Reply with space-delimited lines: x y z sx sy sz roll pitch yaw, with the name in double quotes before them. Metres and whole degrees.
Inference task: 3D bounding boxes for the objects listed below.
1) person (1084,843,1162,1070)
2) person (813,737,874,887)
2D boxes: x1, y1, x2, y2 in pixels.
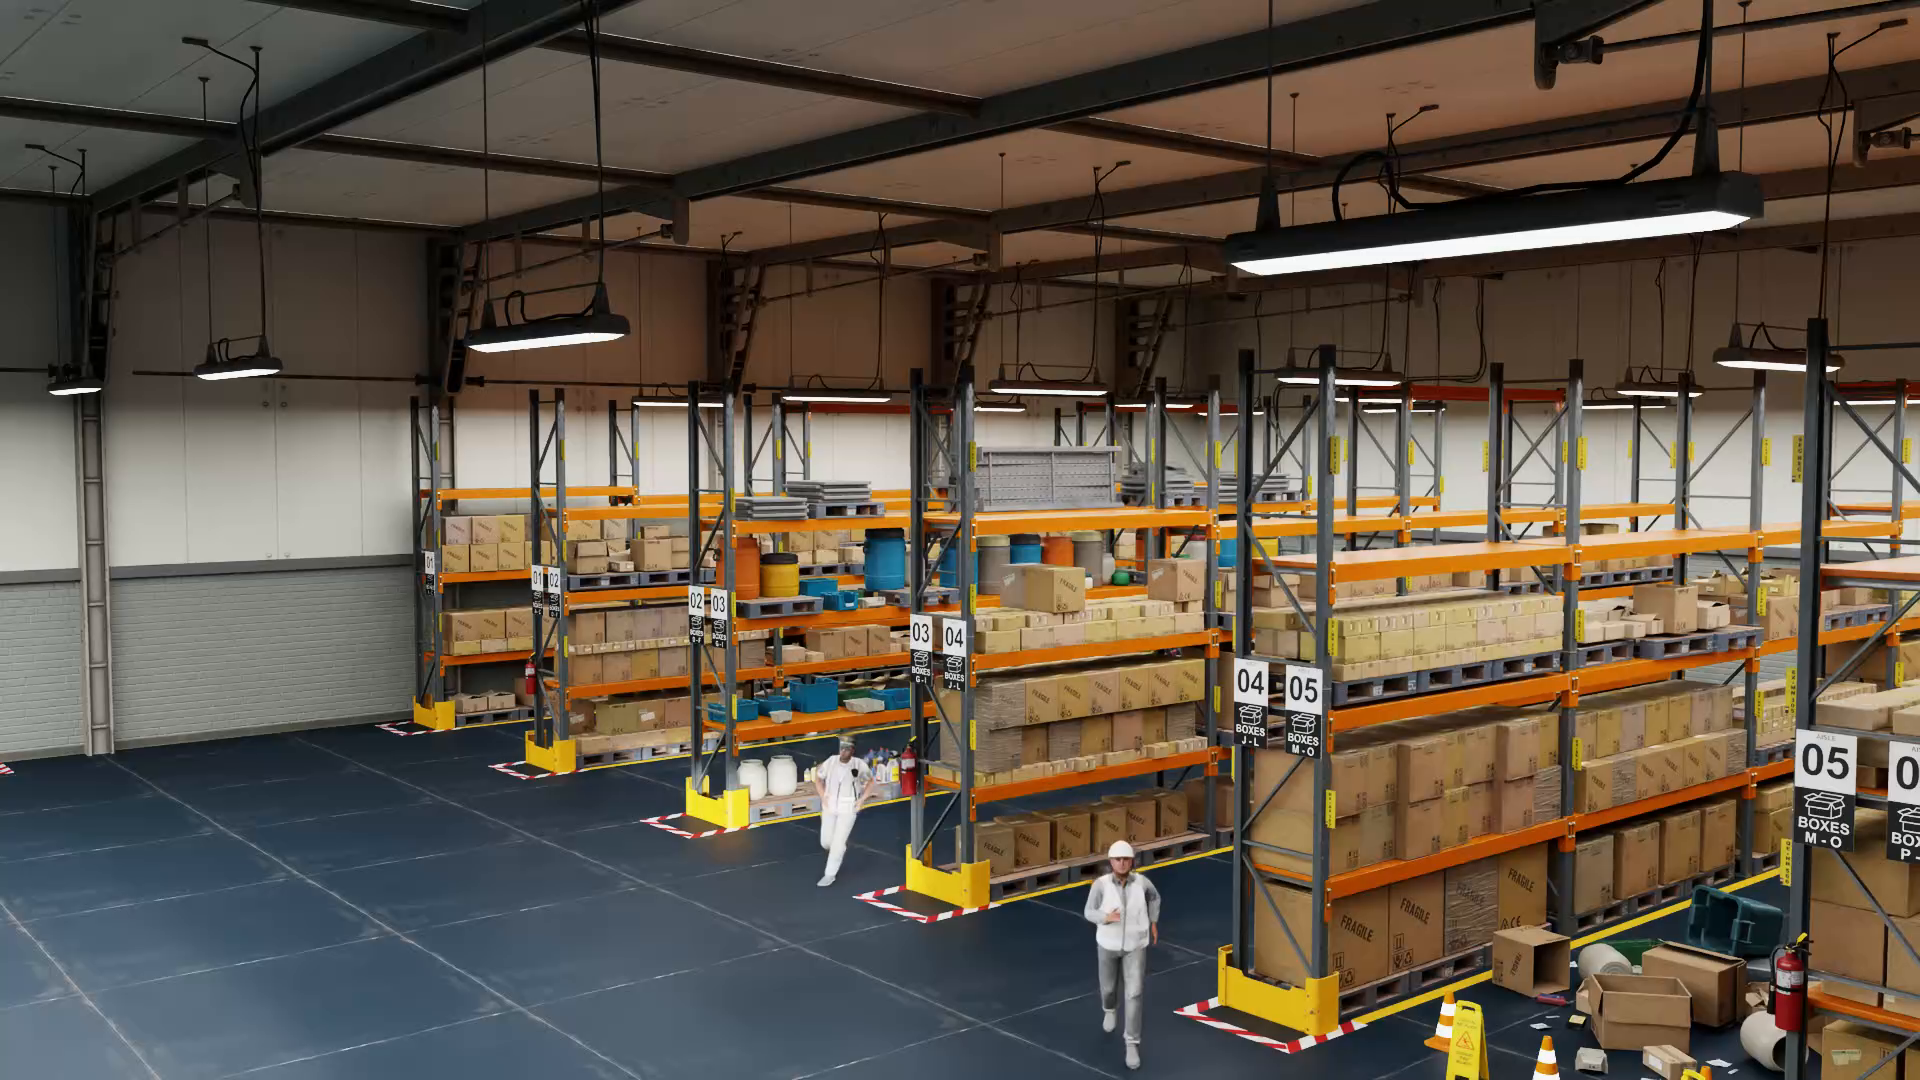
"person" 1.380 3.437 14.029 0.664 1.768 0.953 0 3 4
"person" -1.378 3.156 19.573 0.712 1.748 0.690 1 3 12
